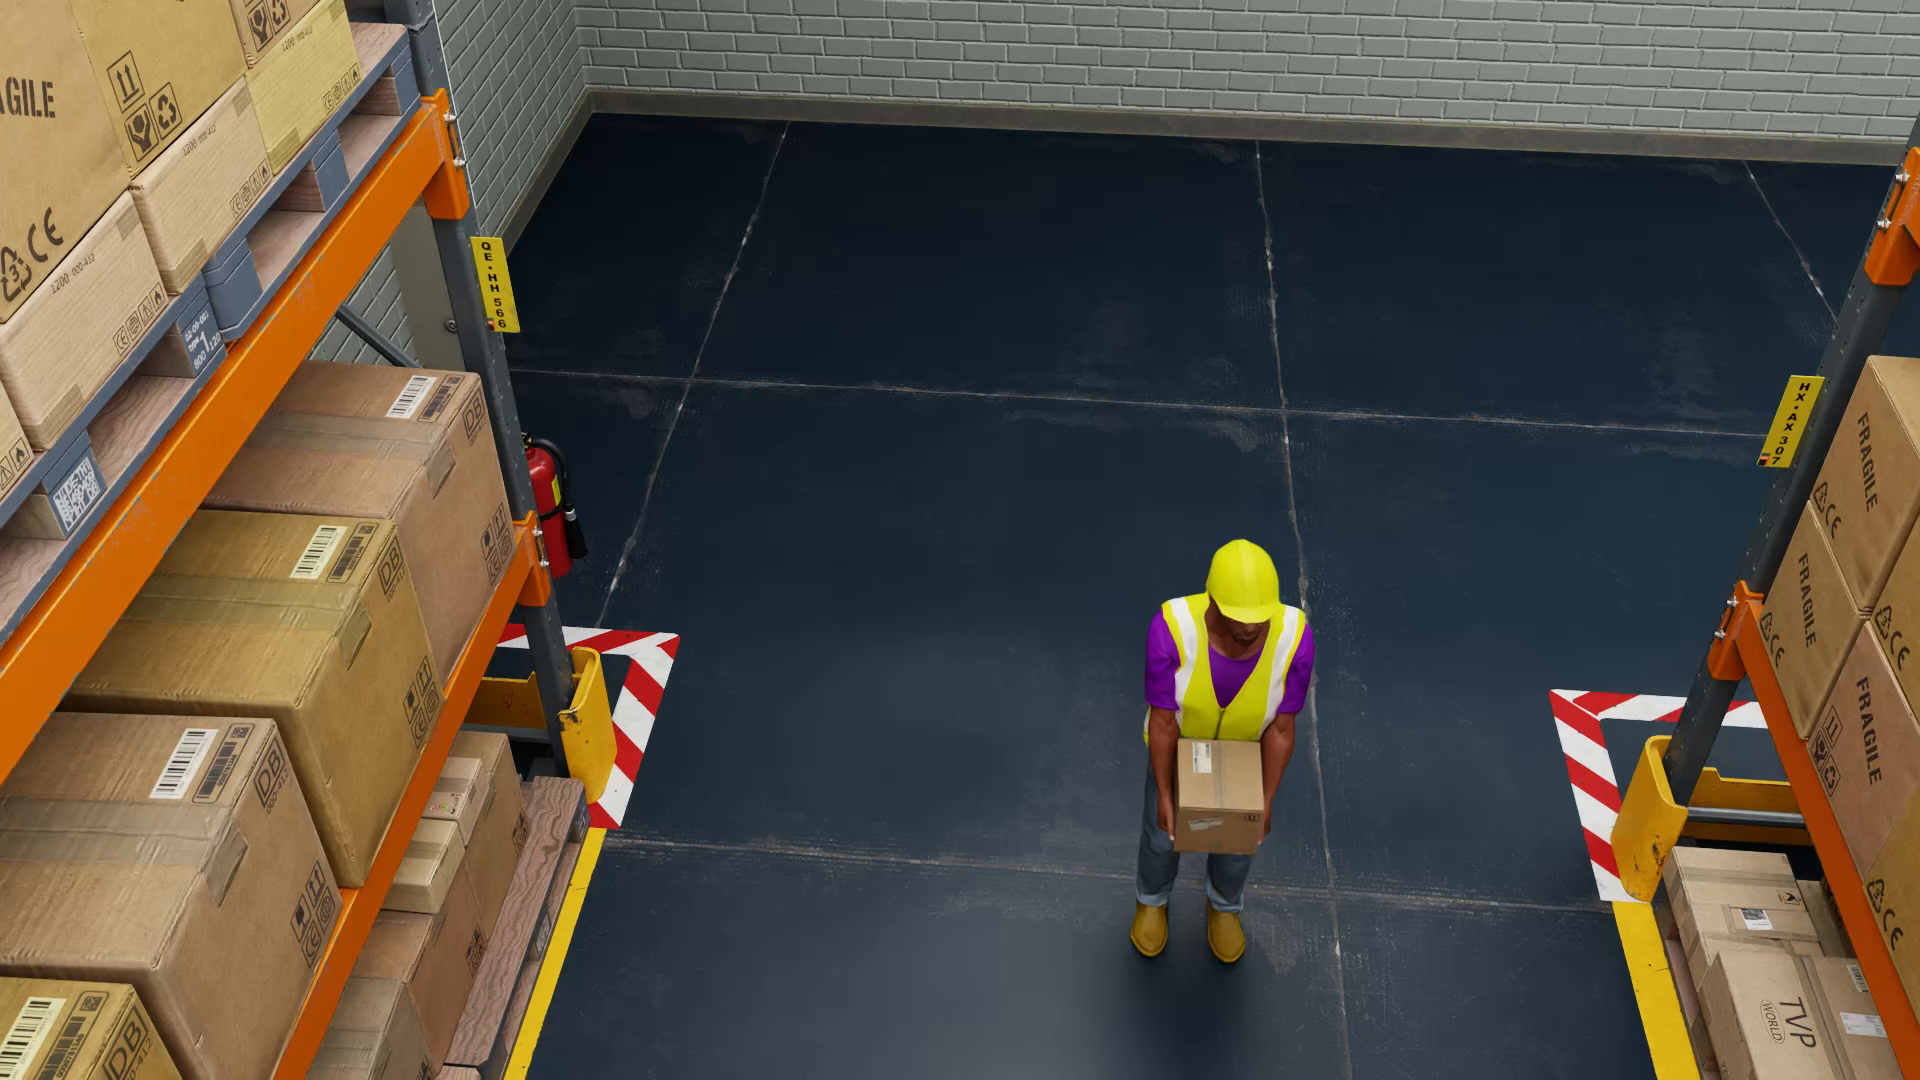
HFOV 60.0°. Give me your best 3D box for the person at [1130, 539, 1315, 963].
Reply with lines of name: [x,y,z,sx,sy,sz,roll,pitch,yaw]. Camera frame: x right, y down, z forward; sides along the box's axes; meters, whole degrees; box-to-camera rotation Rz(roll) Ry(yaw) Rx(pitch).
person: [0.811,0.734,5.263,0.504,1.758,0.581,3,40,3]
